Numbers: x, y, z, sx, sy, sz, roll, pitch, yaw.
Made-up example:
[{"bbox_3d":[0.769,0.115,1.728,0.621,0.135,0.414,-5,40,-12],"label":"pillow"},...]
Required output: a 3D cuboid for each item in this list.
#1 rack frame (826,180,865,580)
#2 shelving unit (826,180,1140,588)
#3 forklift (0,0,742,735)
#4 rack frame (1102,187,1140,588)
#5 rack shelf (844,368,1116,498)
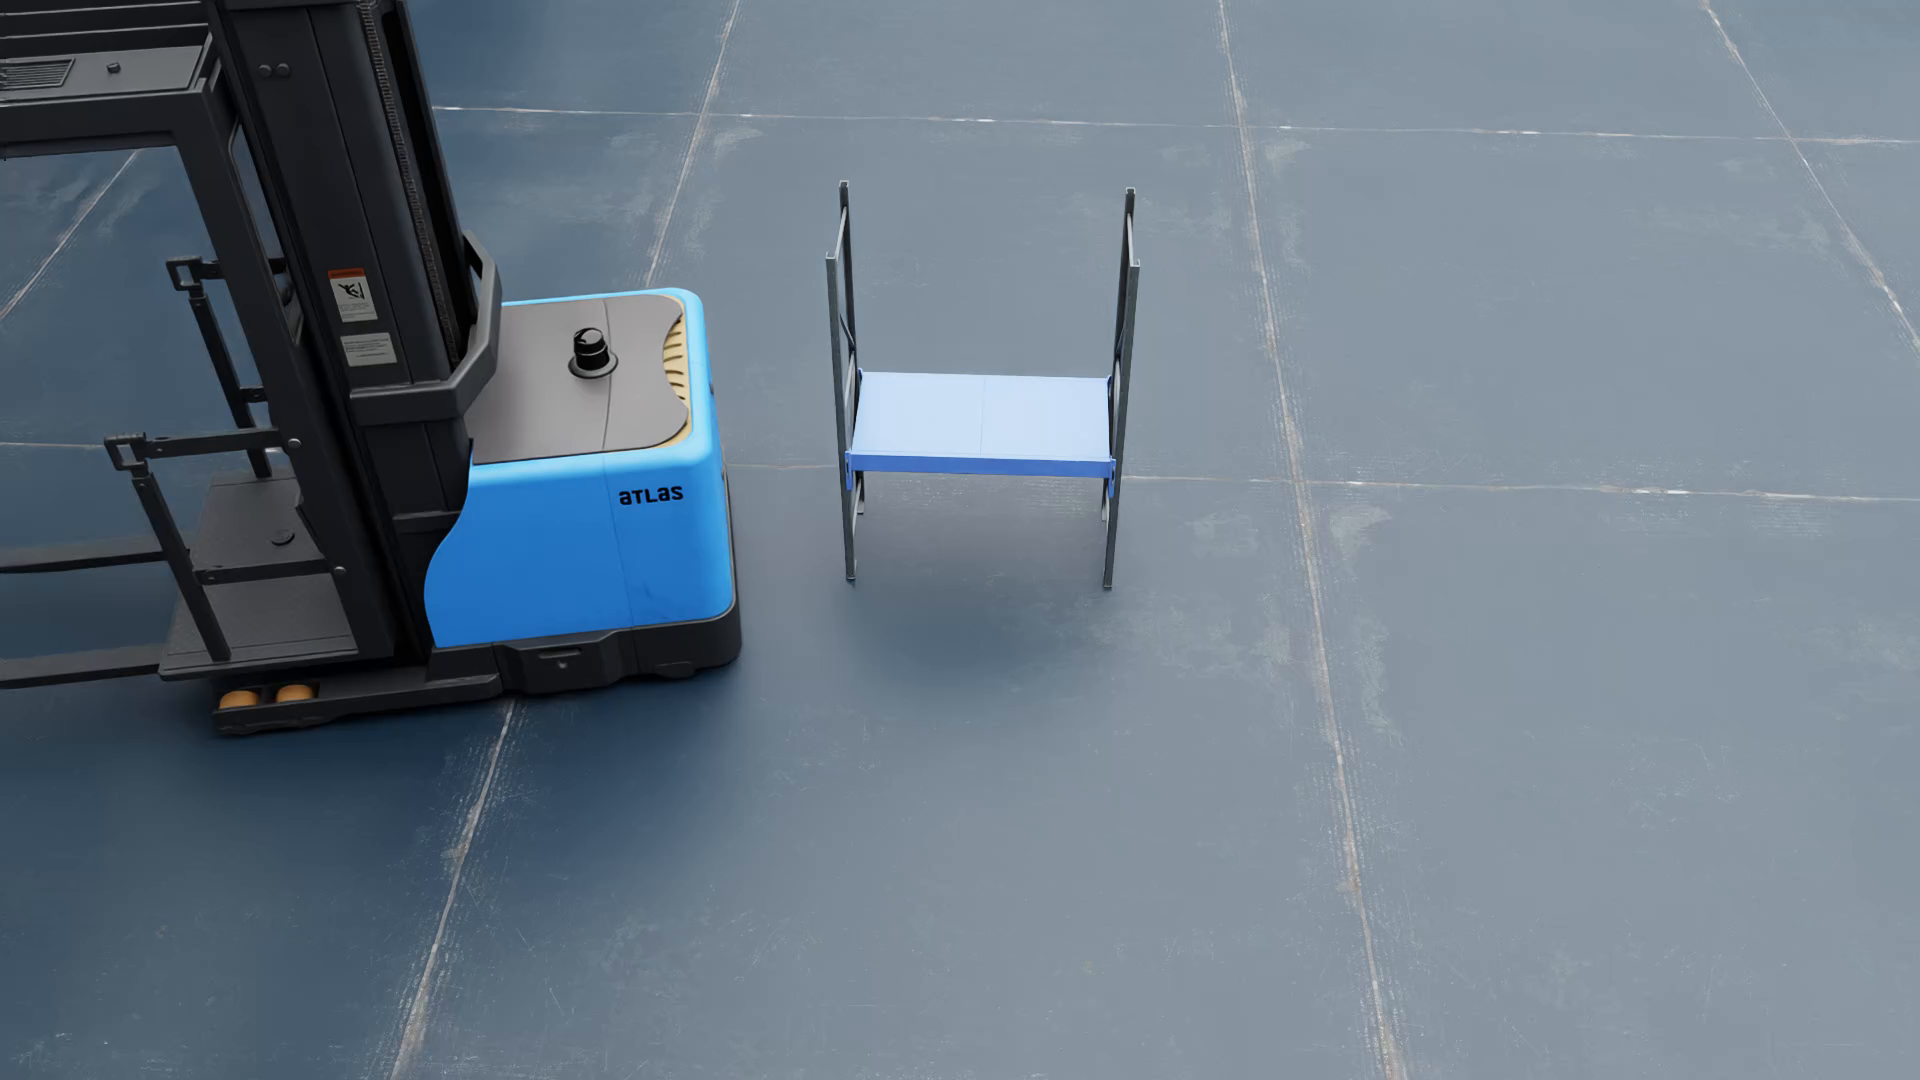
[{"bbox_3d":[-0.423,-0.562,6.253,0.032,1.500,0.500,2,43,2],"label":"rack frame"},{"bbox_3d":[0.085,-0.546,6.236,1.048,1.500,0.538,2,43,2],"label":"shelving unit"},{"bbox_3d":[-2.379,-0.759,5.415,3.031,2.935,1.130,-6,43,-6],"label":"forklift"},{"bbox_3d":[0.593,-0.531,6.219,0.032,1.500,0.500,2,43,2],"label":"rack frame"},{"bbox_3d":[0.085,-0.415,6.359,1.000,0.185,0.538,2,43,2],"label":"rack shelf"}]
